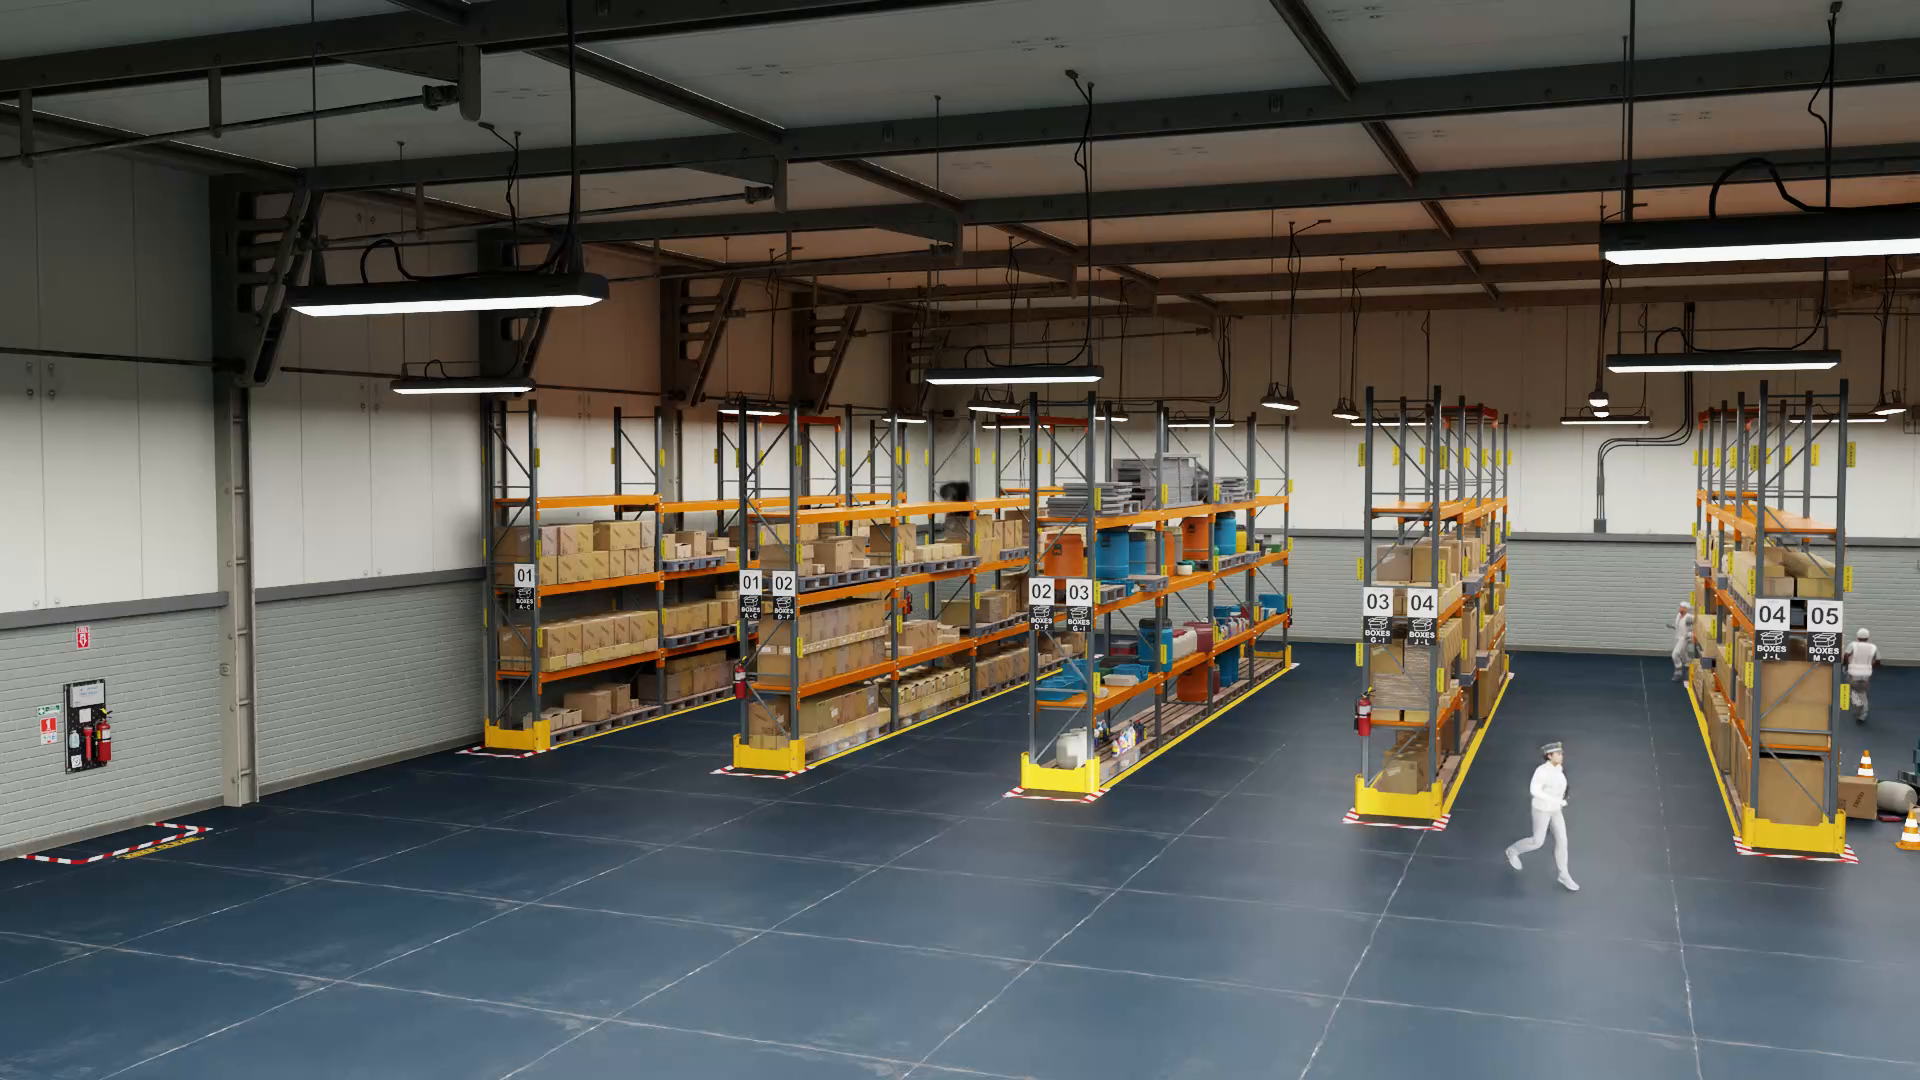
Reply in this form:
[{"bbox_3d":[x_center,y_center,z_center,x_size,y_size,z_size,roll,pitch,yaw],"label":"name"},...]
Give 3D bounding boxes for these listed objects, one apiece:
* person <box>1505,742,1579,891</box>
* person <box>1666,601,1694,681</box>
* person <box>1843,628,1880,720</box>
[{"bbox_3d":[6.902,3.196,19.567,0.637,1.693,0.927,-2,4,-38],"label":"person"},{"bbox_3d":[16.215,2.285,37.261,0.744,1.829,0.652,0,3,-3],"label":"person"},{"bbox_3d":[17.244,2.555,31.899,0.687,1.738,0.551,1,3,13],"label":"person"}]
